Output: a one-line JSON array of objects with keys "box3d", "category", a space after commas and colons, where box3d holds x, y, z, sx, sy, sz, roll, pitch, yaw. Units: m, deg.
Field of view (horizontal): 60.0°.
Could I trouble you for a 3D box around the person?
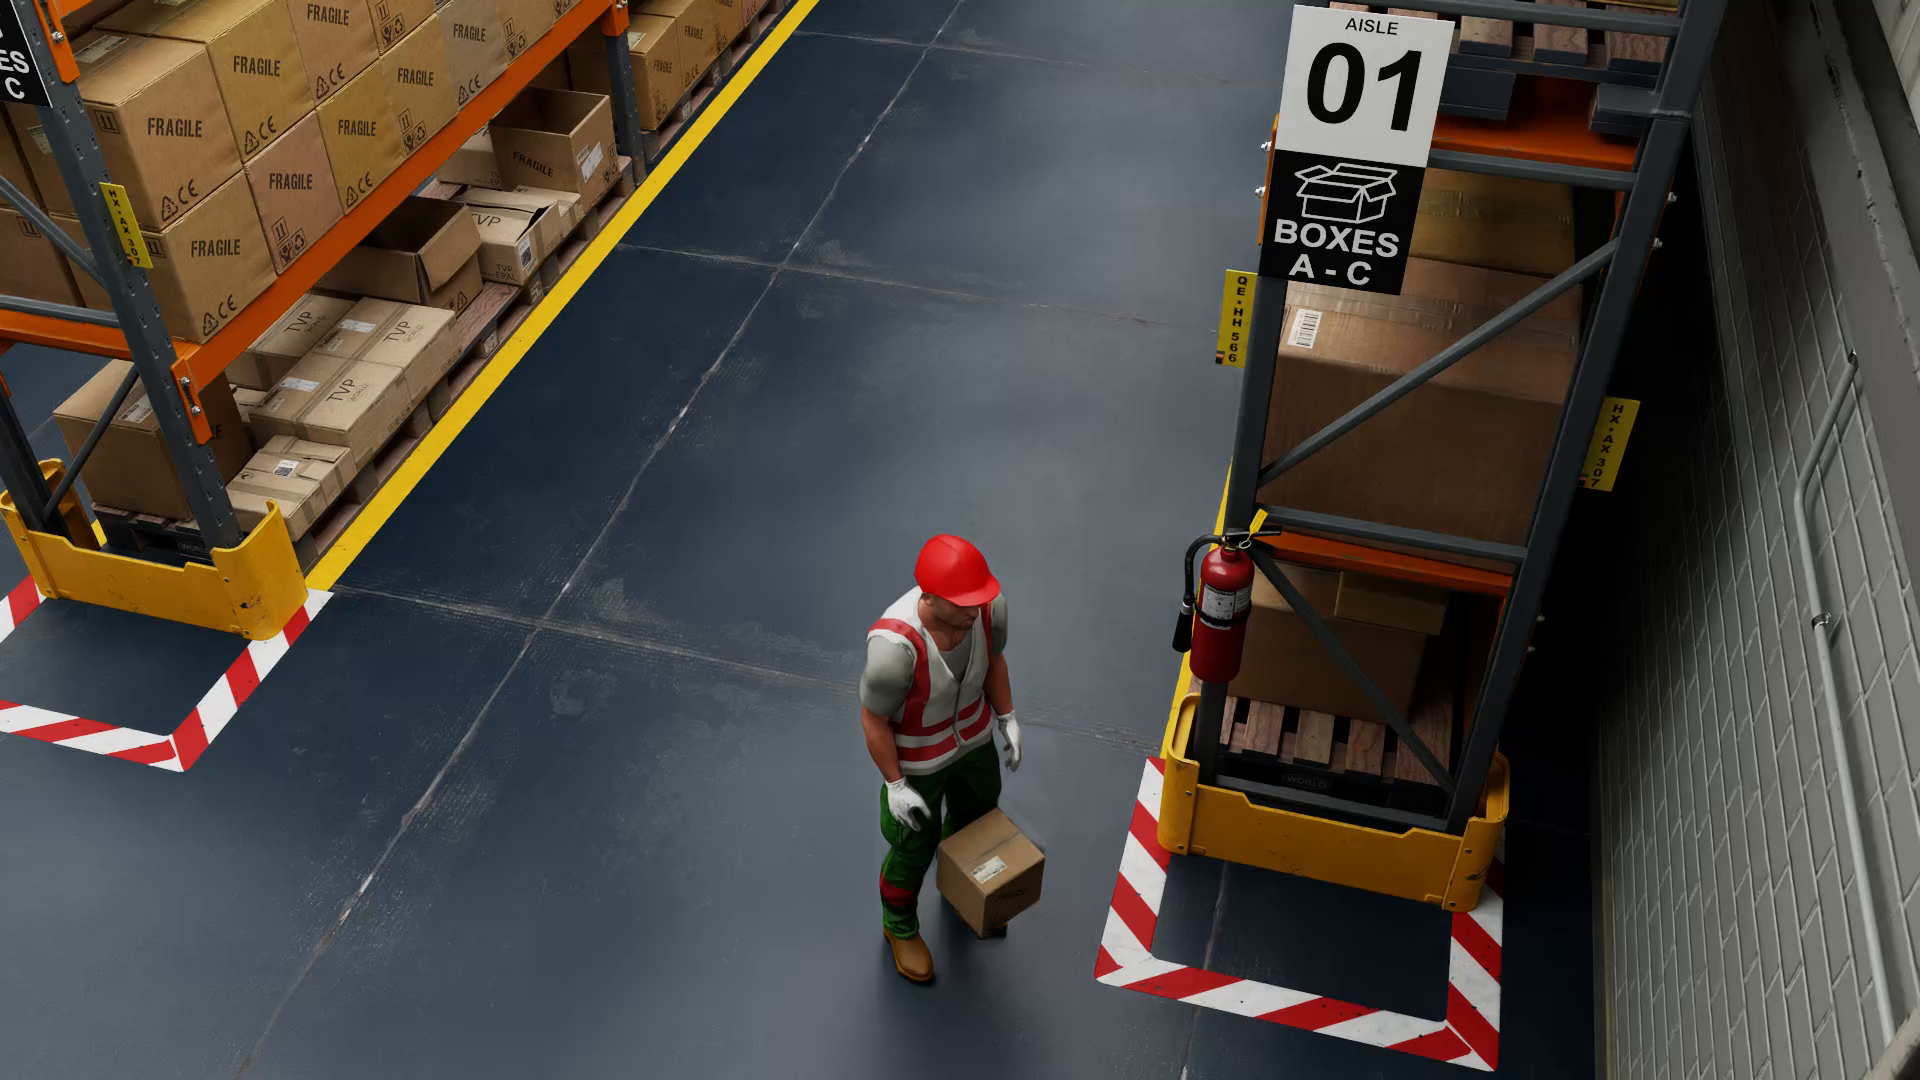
[{"box3d": [-0.060, 0.670, 5.362, 0.553, 1.785, 0.417, -28, 48, -28], "category": "person"}]
